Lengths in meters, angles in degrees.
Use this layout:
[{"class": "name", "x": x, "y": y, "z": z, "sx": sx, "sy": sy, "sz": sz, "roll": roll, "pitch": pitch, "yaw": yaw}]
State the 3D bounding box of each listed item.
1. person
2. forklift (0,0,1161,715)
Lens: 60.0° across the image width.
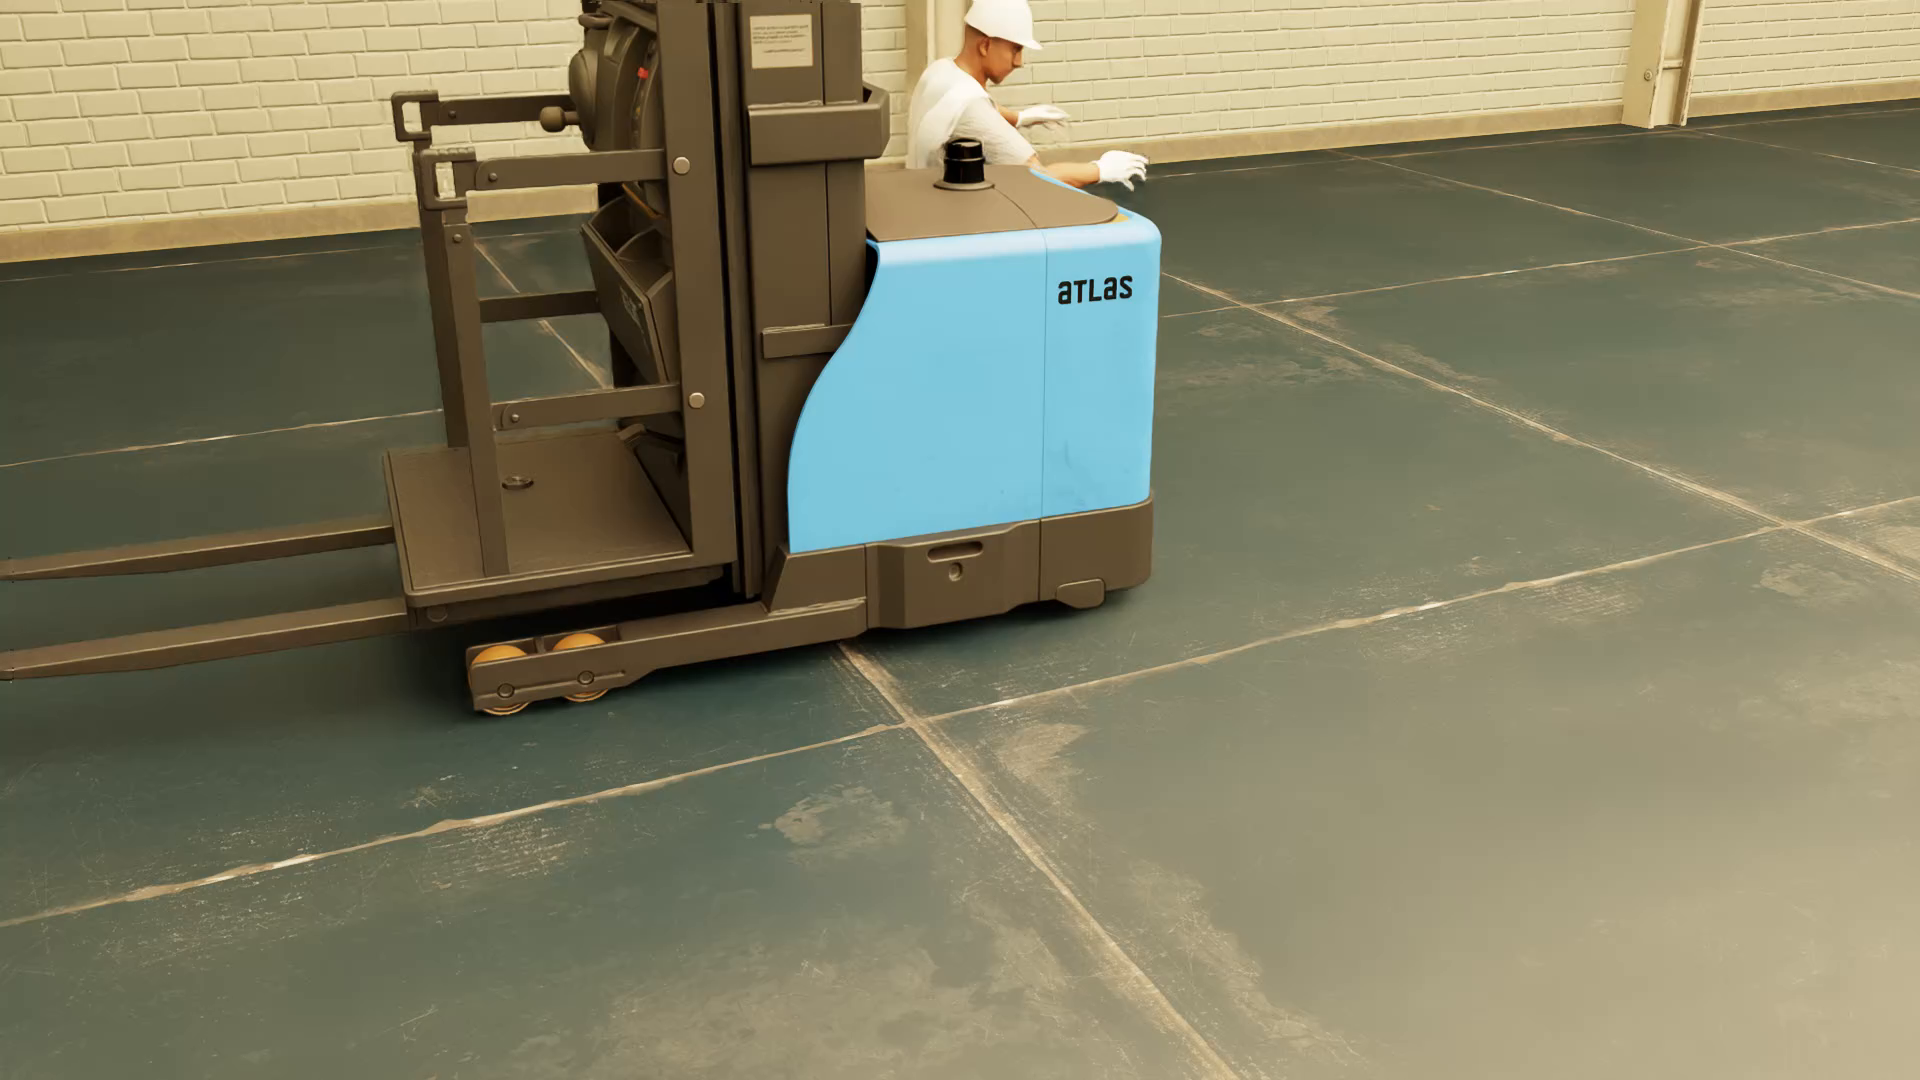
[{"class": "person", "x": 0.210, "y": -1.094, "z": 5.757, "sx": 0.790, "sy": 1.565, "sz": 1.018, "roll": -3, "pitch": 23, "yaw": -7}, {"class": "forklift", "x": -1.034, "y": -1.153, "z": 4.062, "sx": 3.031, "sy": 2.935, "sz": 1.130, "roll": -8, "pitch": 24, "yaw": -19}]
